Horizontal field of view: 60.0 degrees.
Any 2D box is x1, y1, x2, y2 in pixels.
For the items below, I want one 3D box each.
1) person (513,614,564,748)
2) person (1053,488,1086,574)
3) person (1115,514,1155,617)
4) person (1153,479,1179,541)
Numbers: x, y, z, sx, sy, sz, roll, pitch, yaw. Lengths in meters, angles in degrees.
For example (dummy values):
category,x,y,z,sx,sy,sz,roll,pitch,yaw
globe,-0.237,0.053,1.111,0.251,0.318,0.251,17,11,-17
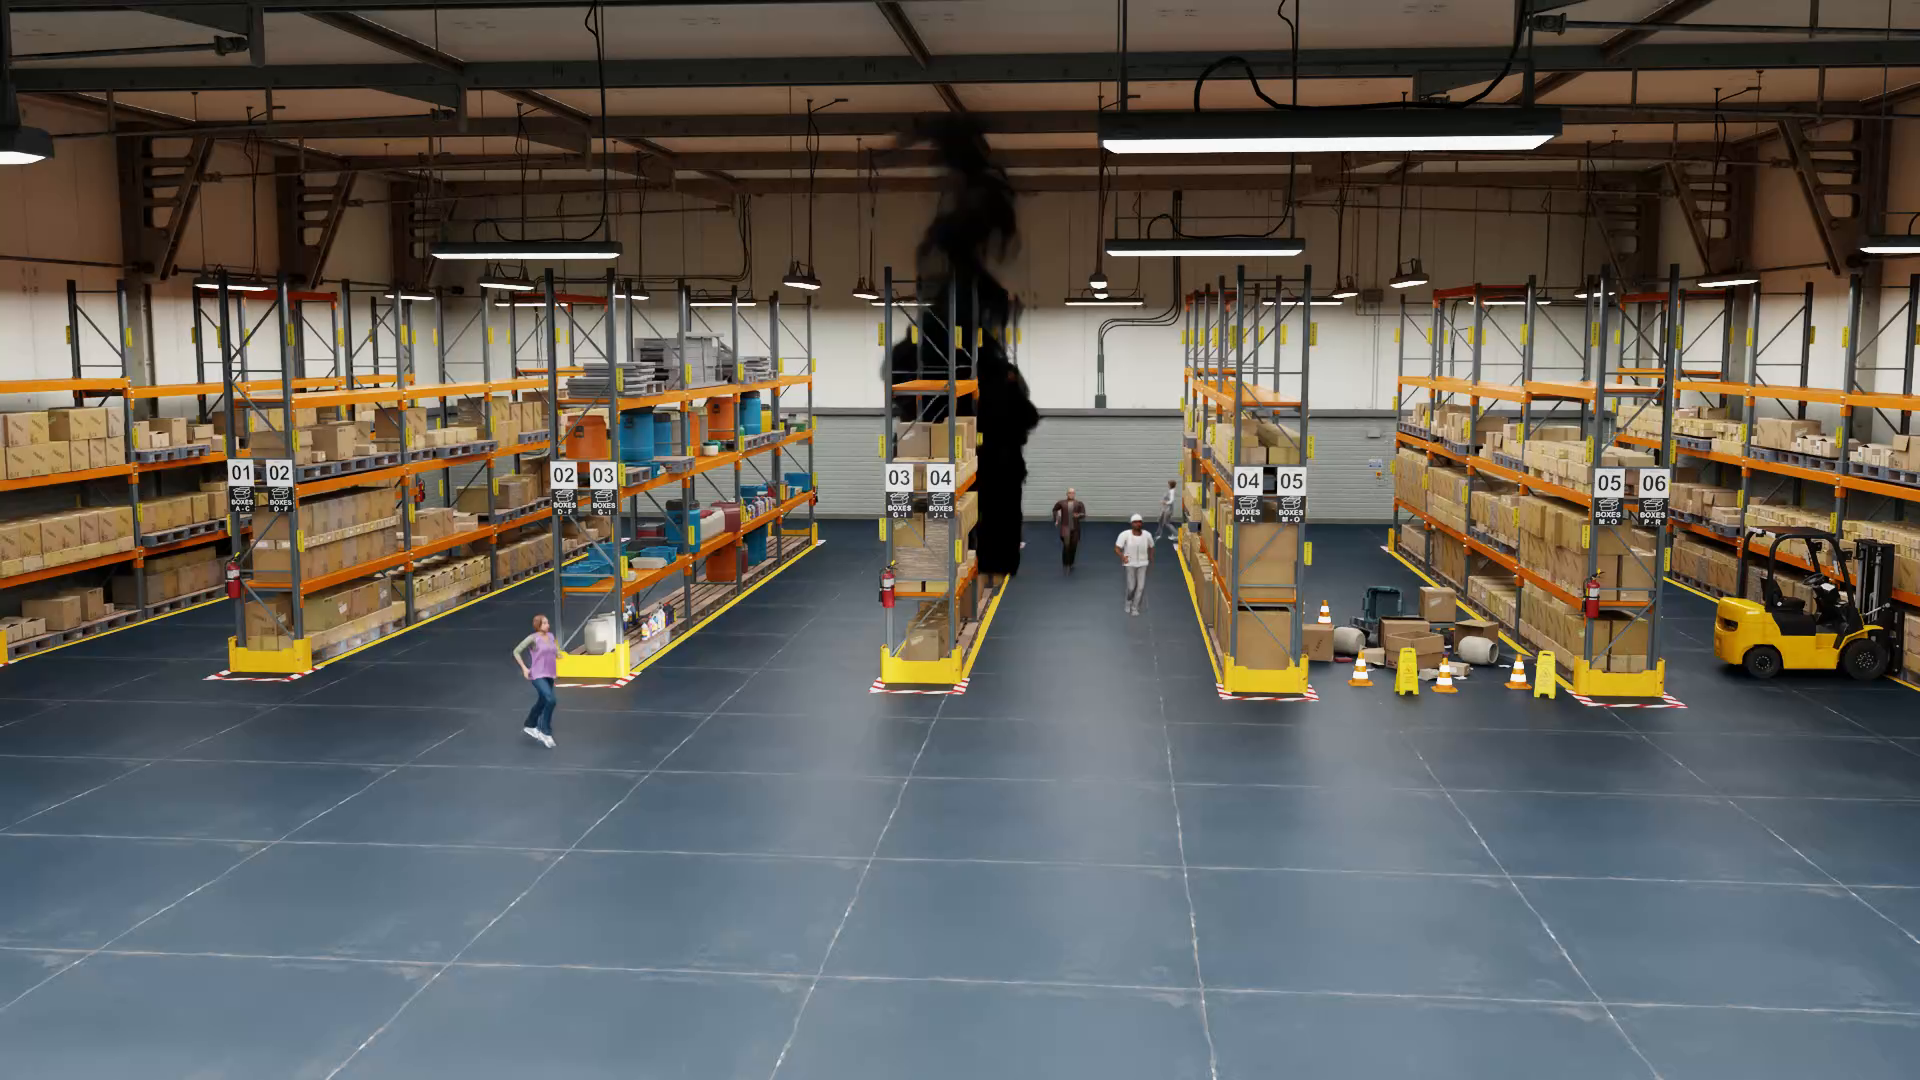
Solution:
category,x,y,z,sx,sy,sz,roll,pitch,yaw
person,-5.149,1.728,20.494,0.711,1.644,0.504,4,8,27
person,2.351,-0.190,35.562,0.669,1.848,0.831,-1,7,-7
person,2.987,0.426,28.244,0.690,1.735,0.549,-1,7,-6
person,5.059,-0.723,40.861,0.686,1.562,0.662,0,7,3
